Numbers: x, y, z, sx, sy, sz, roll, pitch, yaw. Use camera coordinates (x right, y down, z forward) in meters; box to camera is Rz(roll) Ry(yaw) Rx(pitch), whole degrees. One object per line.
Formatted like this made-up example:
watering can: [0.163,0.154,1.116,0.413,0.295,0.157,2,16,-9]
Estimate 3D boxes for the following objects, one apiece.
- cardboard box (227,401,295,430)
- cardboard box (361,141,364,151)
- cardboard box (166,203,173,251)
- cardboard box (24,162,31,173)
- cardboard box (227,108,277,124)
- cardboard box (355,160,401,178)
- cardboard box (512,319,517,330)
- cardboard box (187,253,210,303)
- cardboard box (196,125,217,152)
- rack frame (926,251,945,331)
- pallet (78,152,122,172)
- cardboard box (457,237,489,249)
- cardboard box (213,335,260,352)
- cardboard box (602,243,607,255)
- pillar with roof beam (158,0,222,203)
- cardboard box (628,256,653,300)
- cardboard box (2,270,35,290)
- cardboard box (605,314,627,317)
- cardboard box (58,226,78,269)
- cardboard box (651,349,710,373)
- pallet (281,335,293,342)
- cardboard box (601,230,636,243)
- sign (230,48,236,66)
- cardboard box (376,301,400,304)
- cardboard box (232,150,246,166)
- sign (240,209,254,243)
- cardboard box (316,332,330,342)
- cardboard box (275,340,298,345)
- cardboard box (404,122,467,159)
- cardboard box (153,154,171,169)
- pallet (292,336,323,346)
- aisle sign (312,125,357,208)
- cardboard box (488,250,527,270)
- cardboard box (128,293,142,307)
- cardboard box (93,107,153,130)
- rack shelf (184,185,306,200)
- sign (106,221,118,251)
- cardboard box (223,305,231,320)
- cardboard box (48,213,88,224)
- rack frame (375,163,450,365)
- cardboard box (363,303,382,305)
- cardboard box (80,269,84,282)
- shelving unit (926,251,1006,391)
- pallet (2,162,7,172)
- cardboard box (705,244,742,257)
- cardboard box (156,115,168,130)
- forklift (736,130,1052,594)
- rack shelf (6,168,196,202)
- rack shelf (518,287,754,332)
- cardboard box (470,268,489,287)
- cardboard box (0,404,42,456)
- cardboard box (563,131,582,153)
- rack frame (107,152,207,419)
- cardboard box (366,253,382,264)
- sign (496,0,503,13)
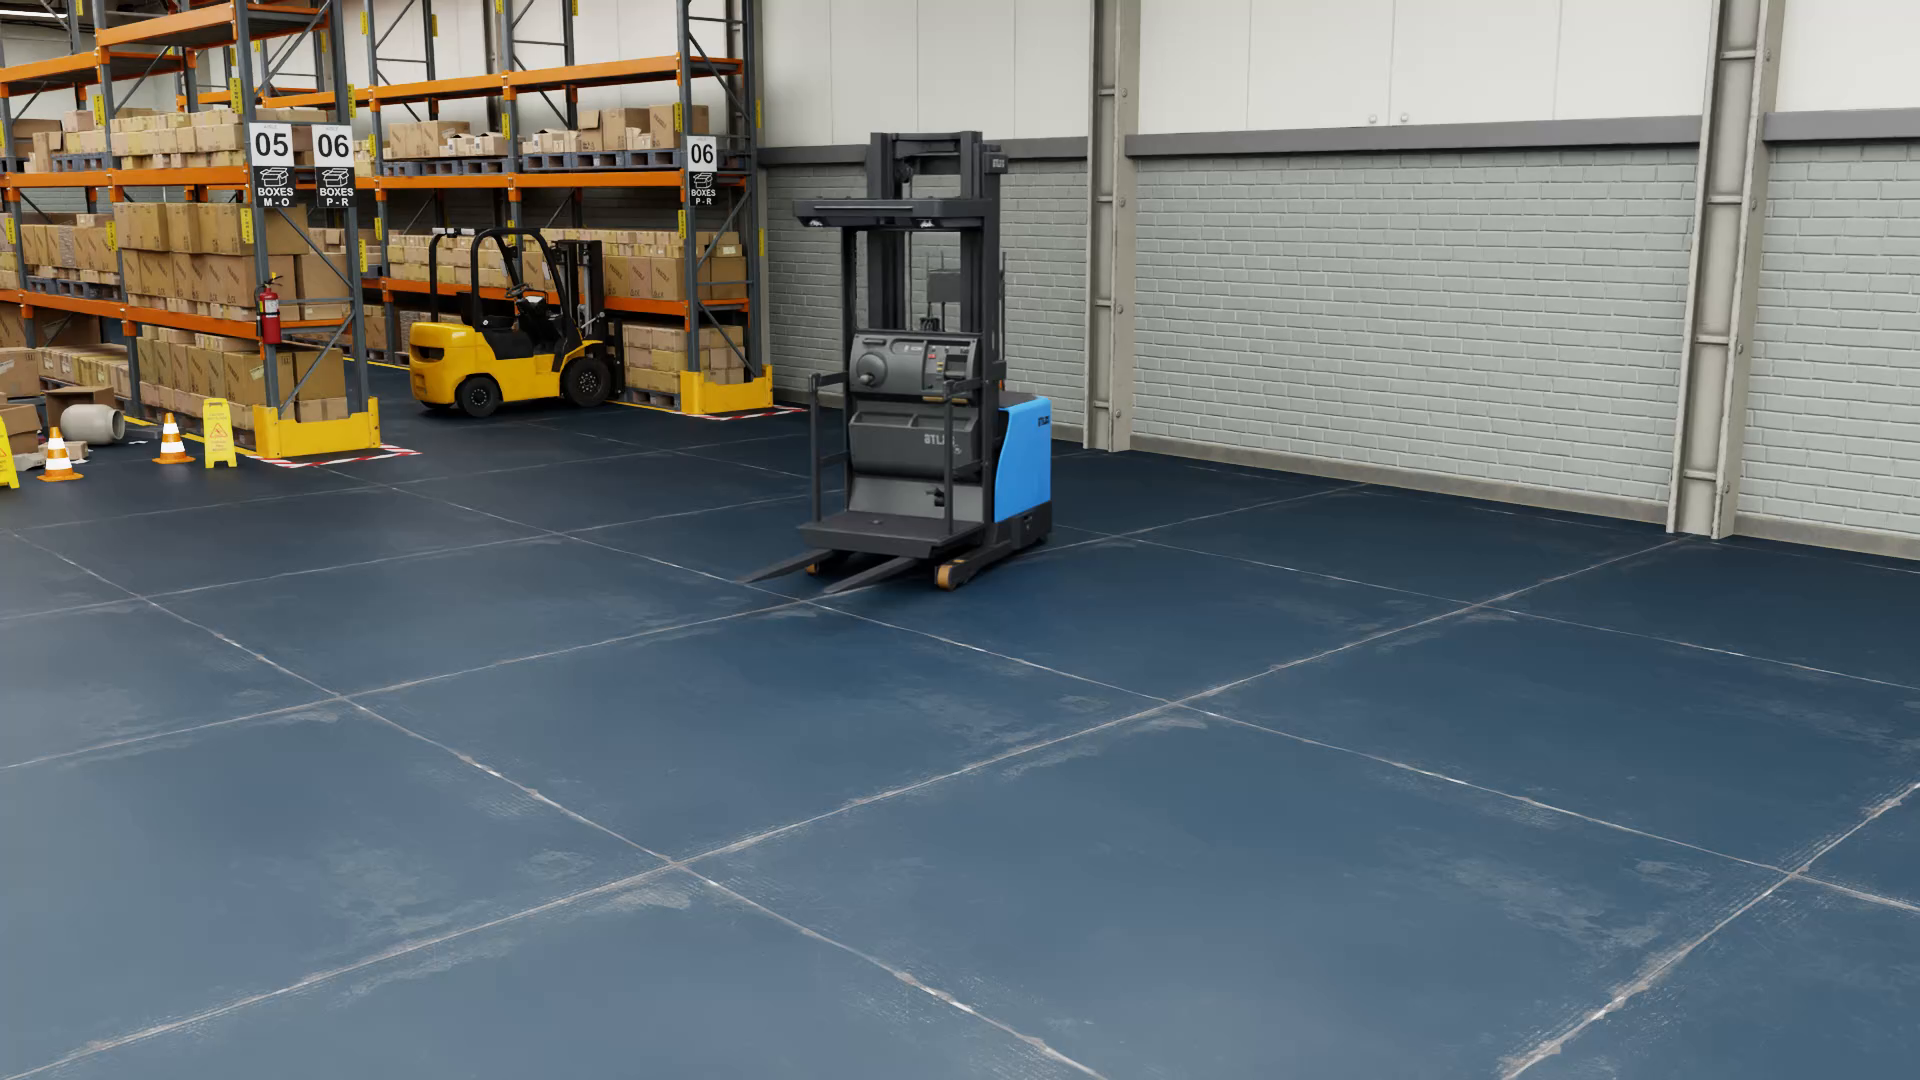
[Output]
cardboard box: [-7.172,-1.299,17.057,0.500,0.250,0.500,-11,16,-43]
cardboard box: [-8.896,-6.015,25.385,0.250,0.149,0.380,11,16,43]
cardboard box: [-7.928,-3.312,17.590,0.700,0.500,0.500,-11,16,-43]
cardboard box: [-11.833,-4.800,21.466,0.380,0.149,0.250,-11,16,-43]
cardboard box: [-6.850,-4.101,16.096,0.380,0.149,0.250,-11,16,-42]
cardboard box: [-8.870,-5.653,25.353,0.500,0.250,0.500,11,16,43]
cardboard box: [-5.946,-2.749,23.167,0.875,0.625,0.625,-10,15,-40]
cardboard box: [-7.662,-2.739,17.287,0.500,0.500,0.500,-11,16,-43]
cardboard box: [-7.288,-4.010,16.643,0.500,0.250,0.500,-11,16,-43]
rack frame: [-0.184,-1.161,12.844,0.015,2.100,0.400,4,12,17]
pallet: [-9.514,-4.422,19.473,1.213,0.211,1.003,-11,16,-43]
cardboard box: [-6.878,-4.200,23.509,0.380,0.149,0.250,-11,16,-42]
cardboard box: [-7.446,-2.025,17.114,0.380,0.149,0.250,-10,15,-41]
cardboard box: [-4.268,-3.659,20.885,0.380,0.149,0.250,-11,16,-43]
pillar with roof beam: [-18.188,-8.241,30.111,9.100,9.000,0.548,-11,16,-43]
cardboard box: [-3.696,-3.210,20.309,0.500,0.500,0.500,-10,15,-41]
cardboard box: [-12.464,-3.488,22.279,0.500,0.250,0.500,11,16,43]
cardboard box: [-4.737,-2.864,22.175,0.500,0.250,0.500,-11,16,-43]
cardboard box: [-10.708,-3.600,20.428,0.500,0.500,0.500,11,16,43]
cardboard box: [-3.377,-2.180,20.092,0.500,0.250,0.500,-11,16,-43]
pallet: [-11.576,-3.534,29.043,1.003,0.211,1.213,-11,16,-43]
cardboard box: [-4.278,-3.807,20.862,0.380,0.149,0.250,-11,16,-42]
sign: [-13.449,-8.931,30.753,0.100,0.325,0.005,-11,16,-43]
cardboard box: [-9.204,-3.786,26.902,0.380,0.149,0.250,-11,16,-44]
cardboard box: [-6.851,-3.715,16.200,0.380,0.149,0.250,-11,16,-42]
sign: [-6.818,-3.004,15.904,0.100,0.325,0.005,-11,16,-43]
cardboard box: [-10.214,-3.529,27.263,0.500,0.500,0.500,11,16,43]
cardboard box: [-7.481,-1.892,18.077,0.500,0.500,0.500,-10,16,-41]
cardboard box: [-7.595,-5.789,24.108,0.700,0.500,0.500,-11,16,-44]
cardboard box: [-8.300,-4.006,17.611,0.380,0.149,0.250,-11,16,-44]
pallet: [-10.513,-3.320,28.005,1.003,0.211,1.213,-11,16,-43]
aisle sign: [-6.136,-3.664,16.318,0.394,0.787,0.004,-11,16,-43]
cardboard box: [-6.101,-3.840,22.747,0.500,0.250,0.500,-11,16,-44]
cardboard box: [-9.179,-2.726,18.833,0.380,0.149,0.250,-11,16,-43]
cardboard box: [-9.657,-4.853,19.192,0.500,0.250,0.500,-10,16,-41]
rack shelf: [-12.483,-6.208,29.461,1.077,0.370,4.000,-11,16,-43]
sign: [-9.564,-3.429,18.753,0.100,0.325,0.005,-11,16,-43]
cardboard box: [-7.232,-2.320,16.860,0.380,0.149,0.250,-11,16,-44]
cardboard box: [-12.091,-4.168,22.485,0.500,0.500,0.500,11,16,43]
rack frame: [-8.340,-4.216,25.441,1.000,3.000,0.127,-11,16,-43]
cardboard box: [-9.225,-3.632,26.153,0.250,0.149,0.380,11,16,43]
cardboard box: [-10.414,-3.210,20.141,0.380,0.149,0.250,-11,16,-43]
shelving unit: [0.048,-1.146,12.772,0.503,2.100,0.431,4,12,17]
pallet: [-13.185,-5.150,23.008,1.003,0.211,1.213,-10,15,-40]
cardboard box: [-2.862,-3.501,20.114,0.250,0.149,0.380,11,16,44]
cardboard box: [-8.244,-4.403,17.560,0.380,0.149,0.250,-11,16,-43]
forklift: [-0.407,-1.211,11.027,1.130,2.935,3.031,6,13,25]
rack shelf: [-10.546,-4.349,20.434,1.077,0.370,4.000,-11,16,-43]
rack shelf: [-4.196,-2.988,21.263,1.077,0.370,4.000,-11,16,-43]
cardboard box: [-6.466,-3.668,23.155,0.500,0.250,0.500,-11,16,-43]
cardboard box: [-9.447,-1.037,16.198,0.637,0.503,0.797,1,12,6]
cardboard box: [-4.772,-5.031,21.009,0.258,0.266,0.396,11,16,44]
rack frame: [-9.165,-2.940,19.248,1.000,3.000,0.127,-11,16,-43]
cardboard box: [-9.071,-4.341,25.630,0.380,0.149,0.250,-11,16,-42]
sign: [-5.962,-6.989,21.525,0.100,0.325,0.005,-11,16,-43]
